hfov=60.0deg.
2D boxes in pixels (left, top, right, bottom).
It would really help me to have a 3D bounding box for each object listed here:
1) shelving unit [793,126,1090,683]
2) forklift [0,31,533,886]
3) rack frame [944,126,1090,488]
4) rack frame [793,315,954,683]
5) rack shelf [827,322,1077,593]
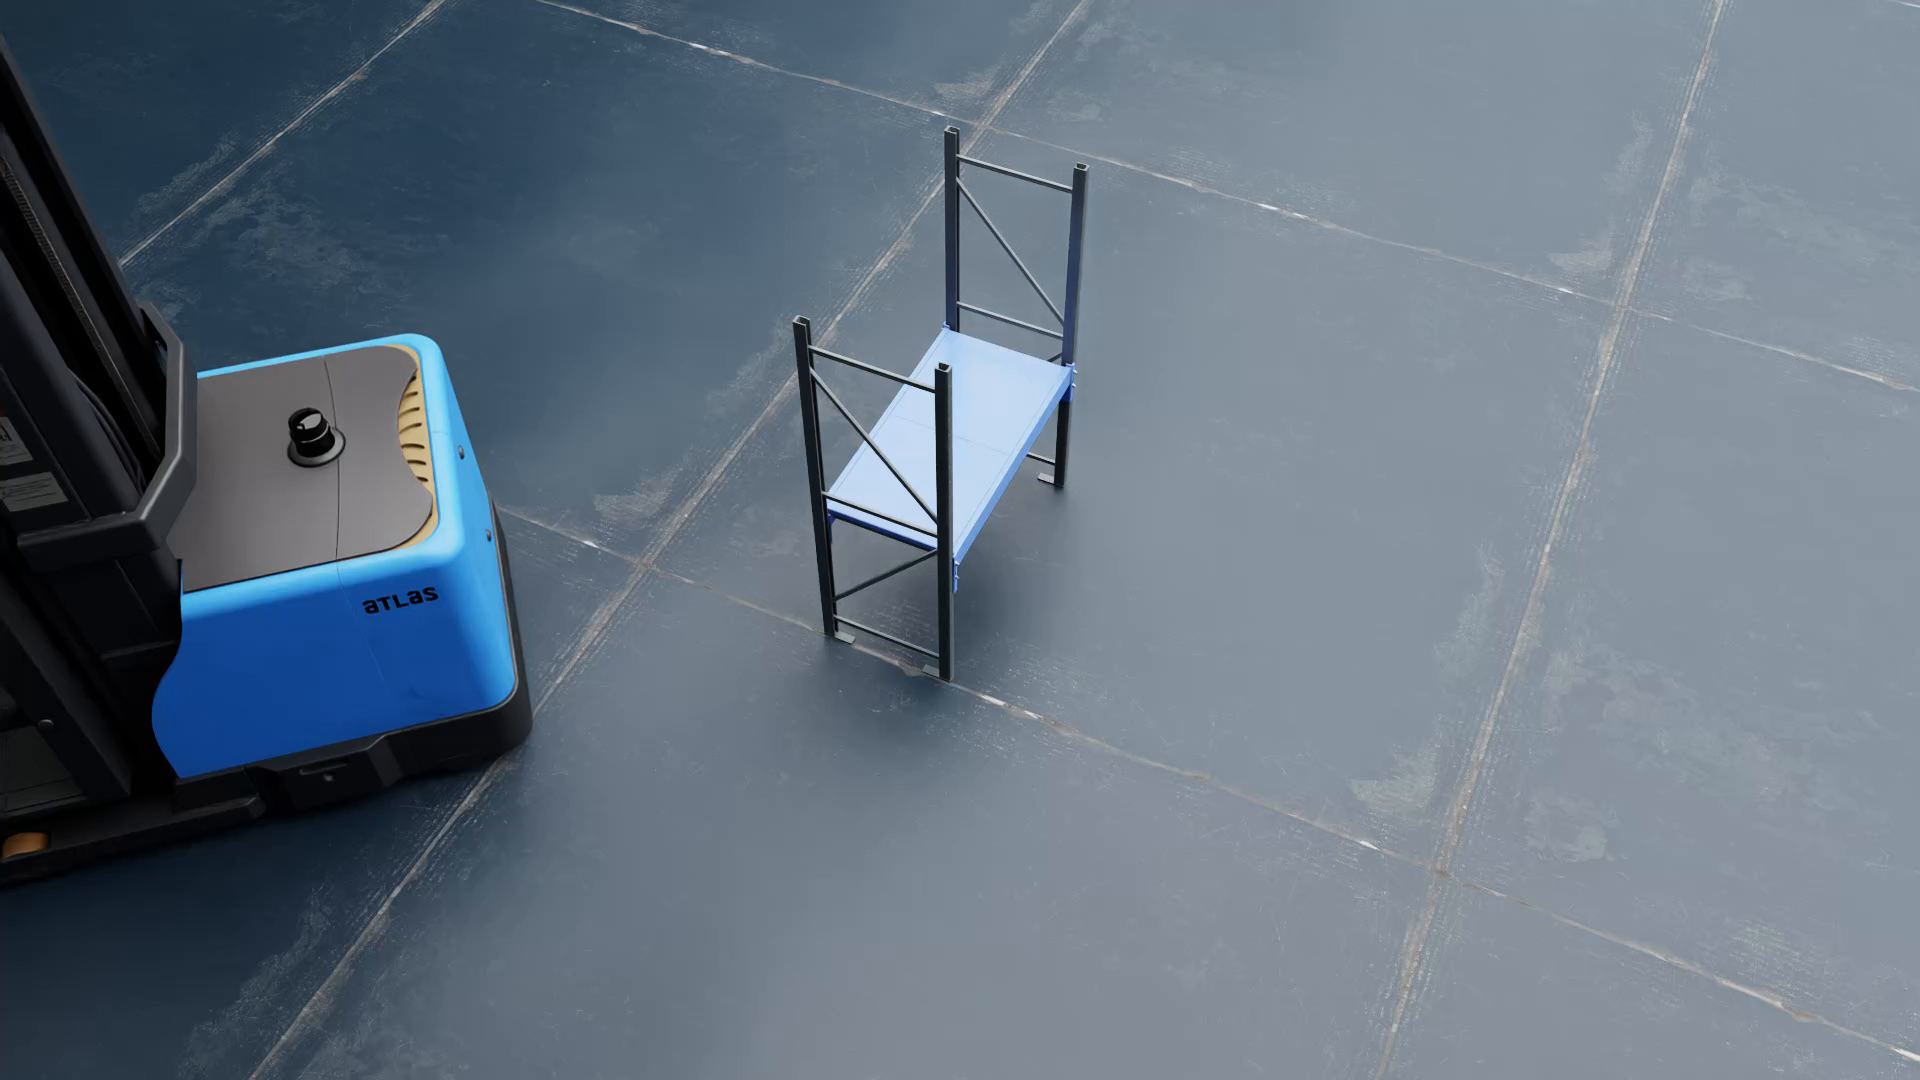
[{"bbox_3d":[-0.036,-0.427,5.629,0.538,1.500,1.048,20,52,16],"label":"shelving unit"},{"bbox_3d":[-3.020,-0.276,4.560,3.031,2.935,1.130,-13,51,-11],"label":"forklift"},{"bbox_3d":[0.181,-0.777,5.927,0.500,1.500,0.032,20,52,16],"label":"rack frame"},{"bbox_3d":[-0.254,-0.077,5.331,0.500,1.500,0.032,20,52,16],"label":"rack frame"},{"bbox_3d":[-0.036,-0.311,5.766,0.538,0.185,1.000,20,52,16],"label":"rack shelf"}]
